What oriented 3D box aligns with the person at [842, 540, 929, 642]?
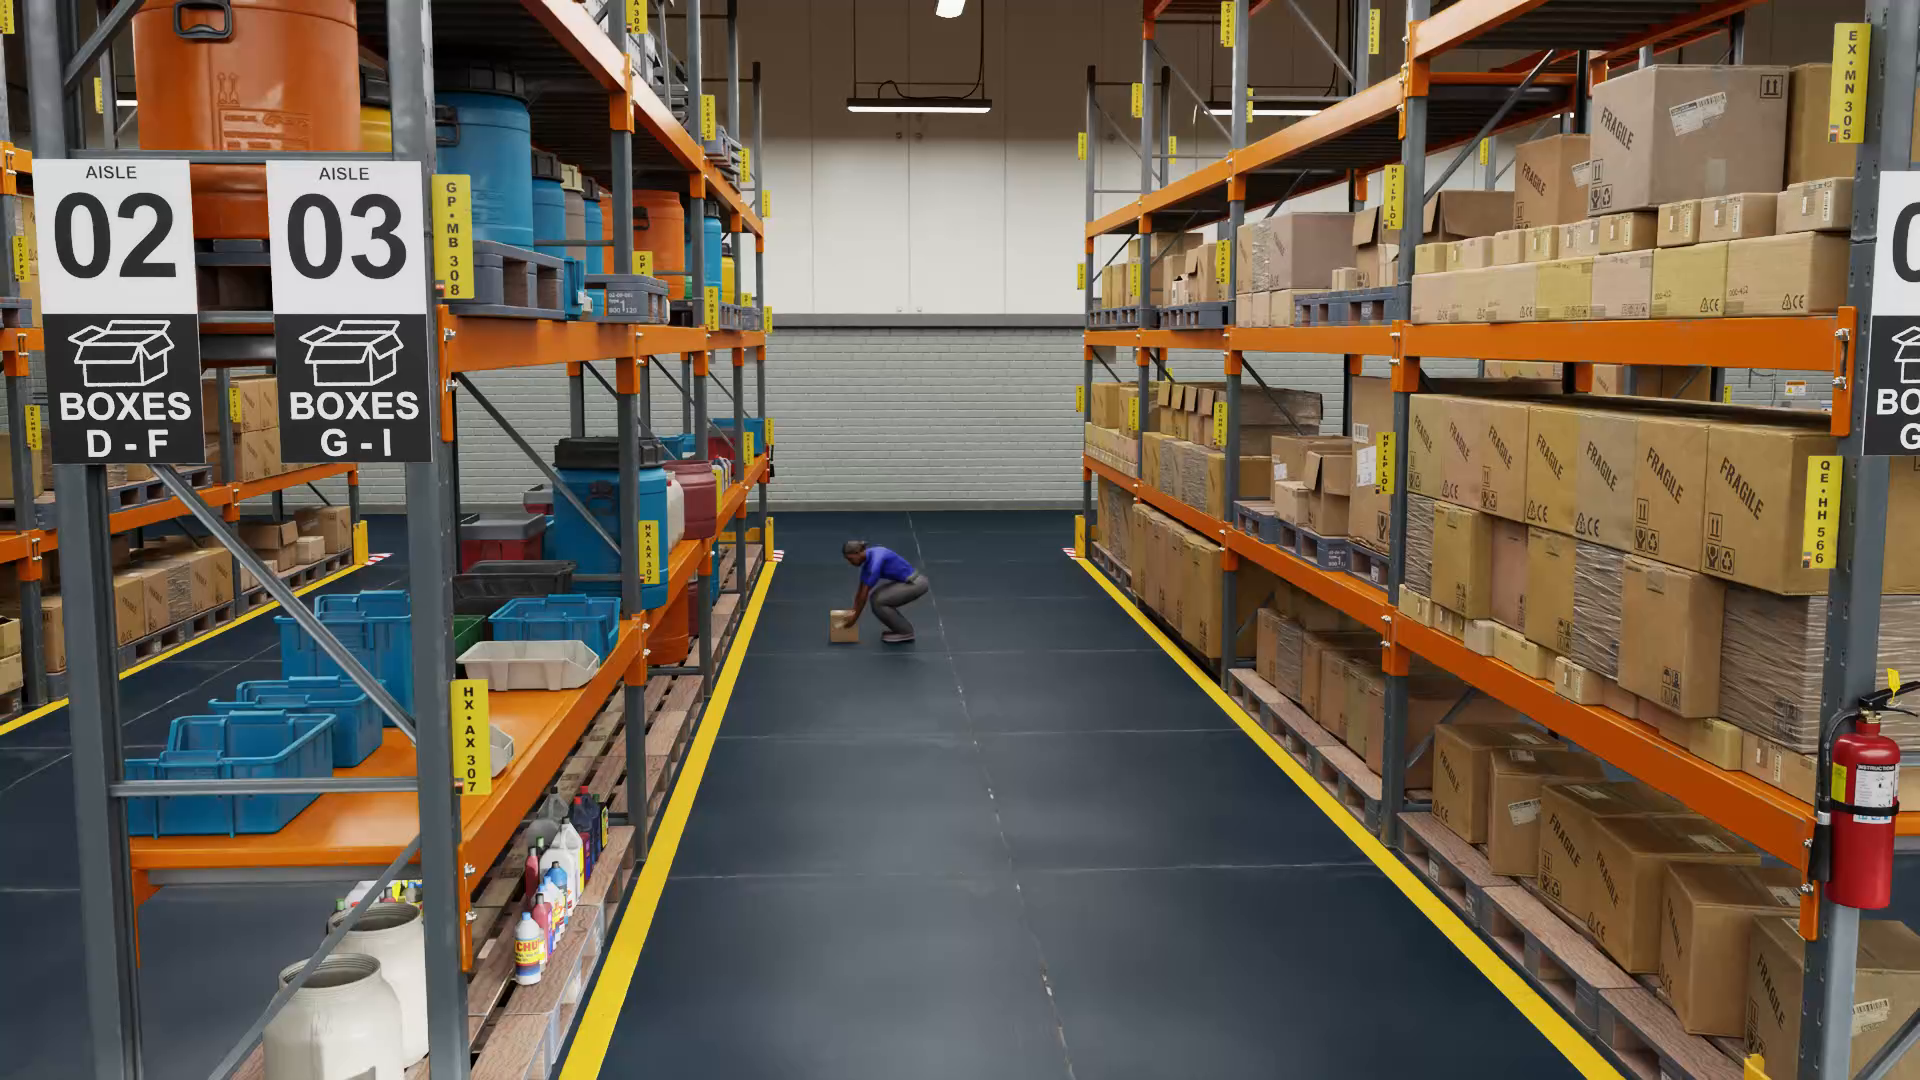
[{"bbox_3d":[-0.680,0.452,15.109,0.801,0.929,0.483,0,7,-4],"label":"person"}]
